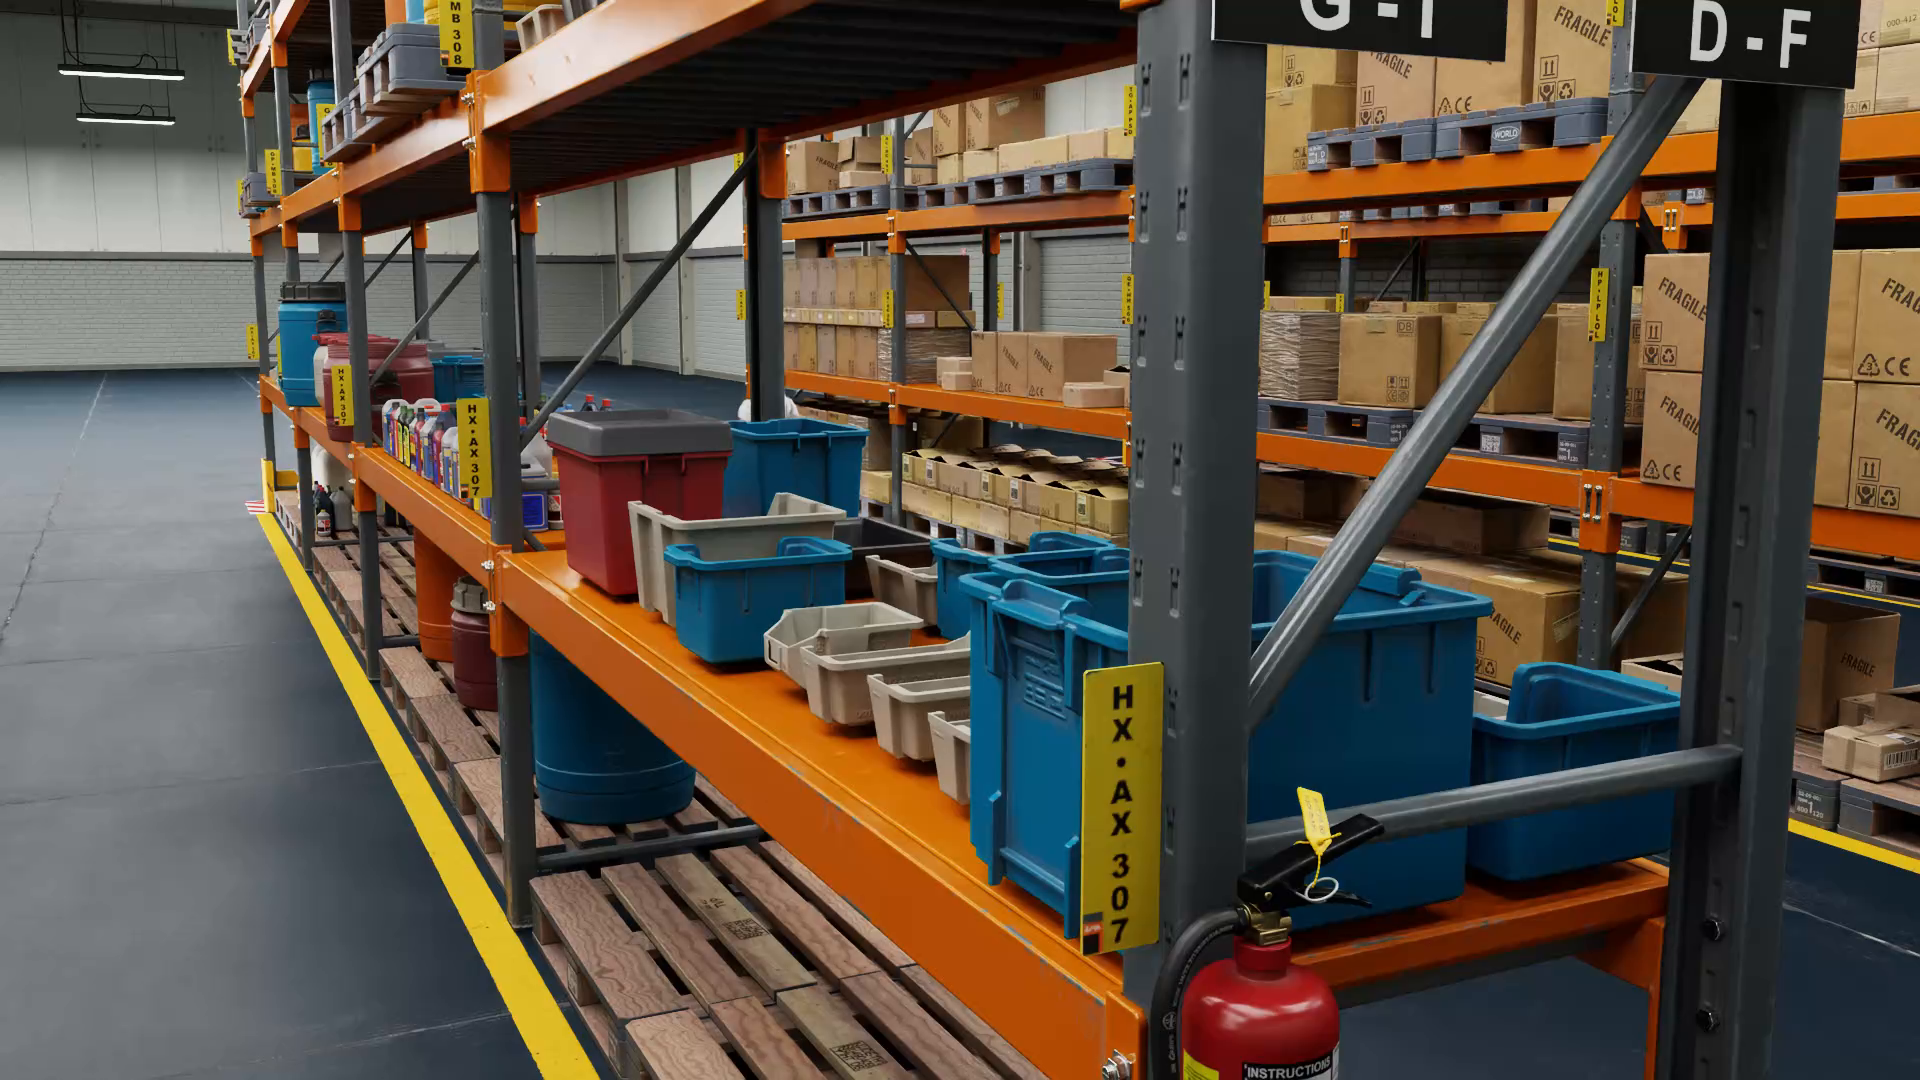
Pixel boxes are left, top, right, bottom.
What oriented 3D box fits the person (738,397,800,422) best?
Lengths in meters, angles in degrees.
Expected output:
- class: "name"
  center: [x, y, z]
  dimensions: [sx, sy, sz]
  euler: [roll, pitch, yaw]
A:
- class: "person"
  center: [-1.381, -0.486, 12.038]
  dimensions: [0.511, 1.612, 1.009]
  euler: [-2, 9, -15]
